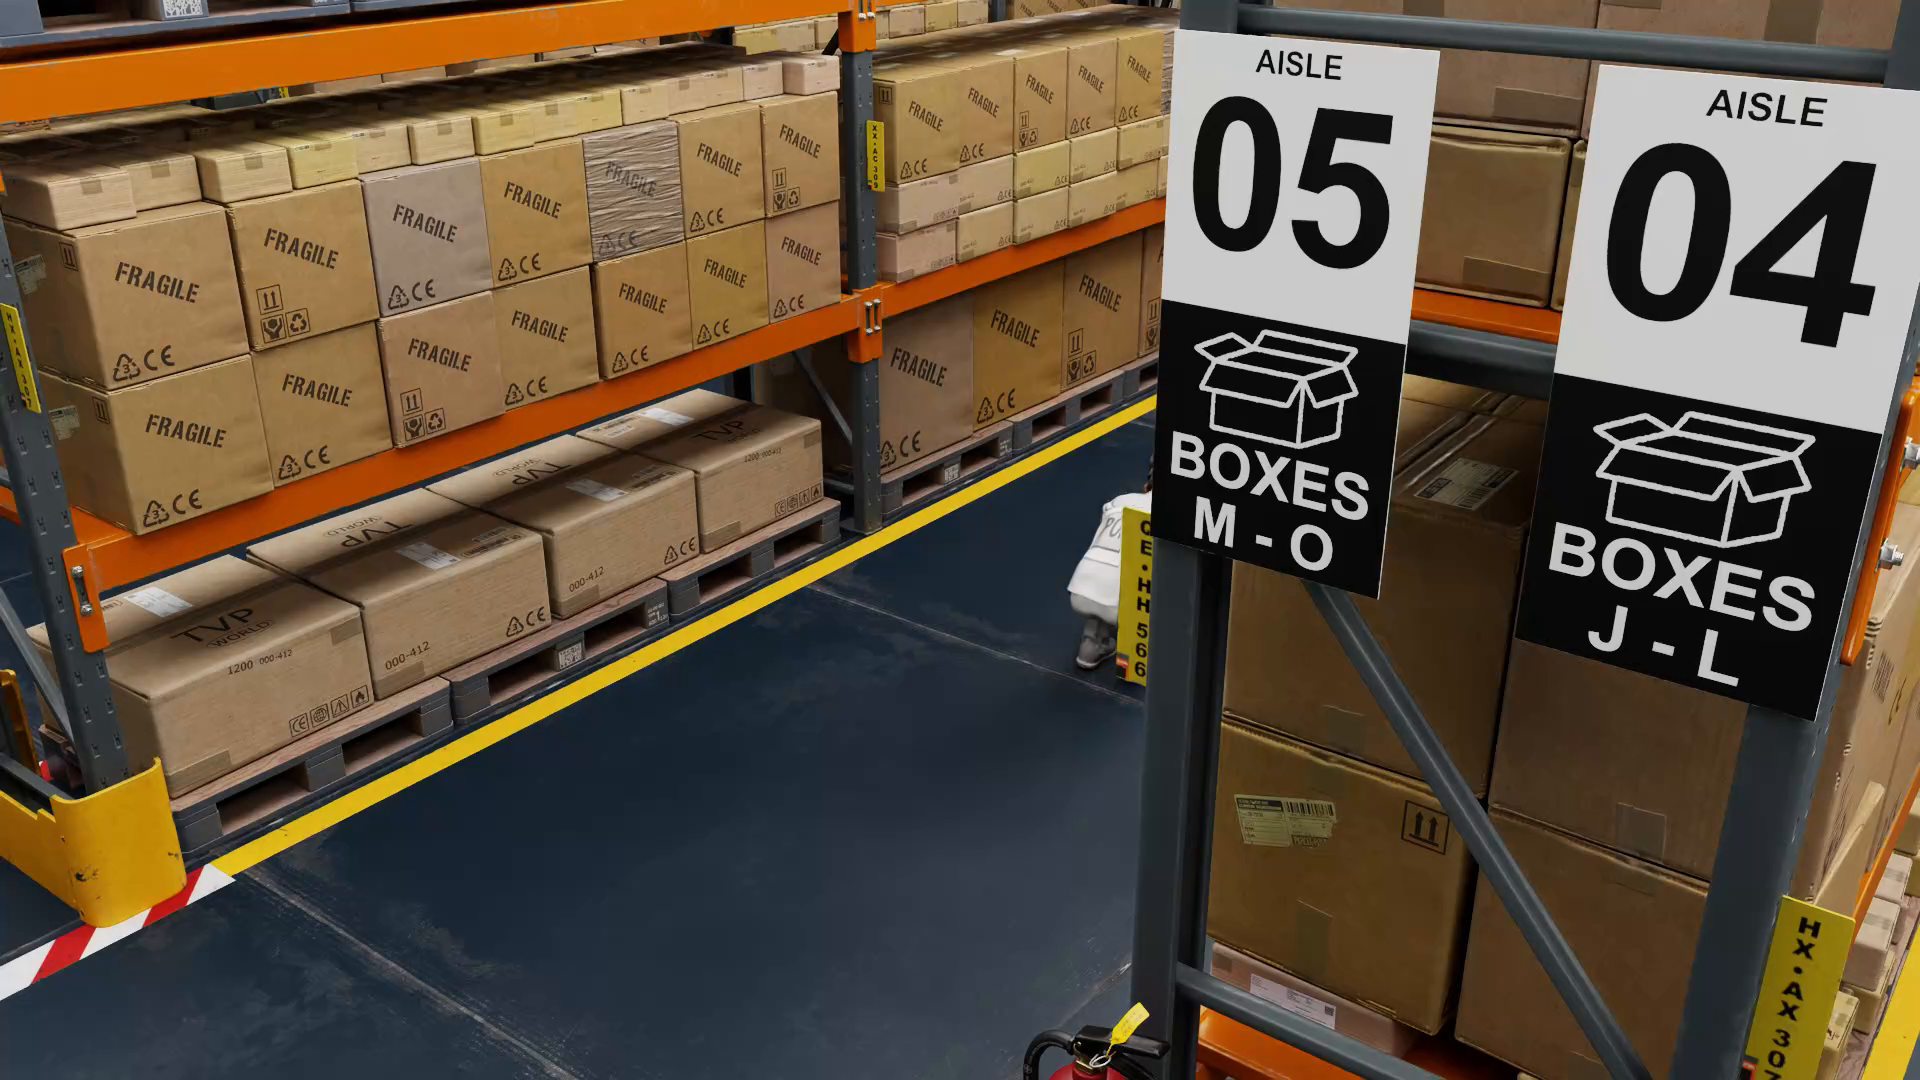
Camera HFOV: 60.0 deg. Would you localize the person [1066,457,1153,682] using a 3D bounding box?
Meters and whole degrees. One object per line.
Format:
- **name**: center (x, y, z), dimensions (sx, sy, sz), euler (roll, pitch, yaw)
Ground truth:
- **person**: center (0.799, 0.124, 7.350), dimensions (0.481, 0.853, 0.858), euler (17, 29, 33)
